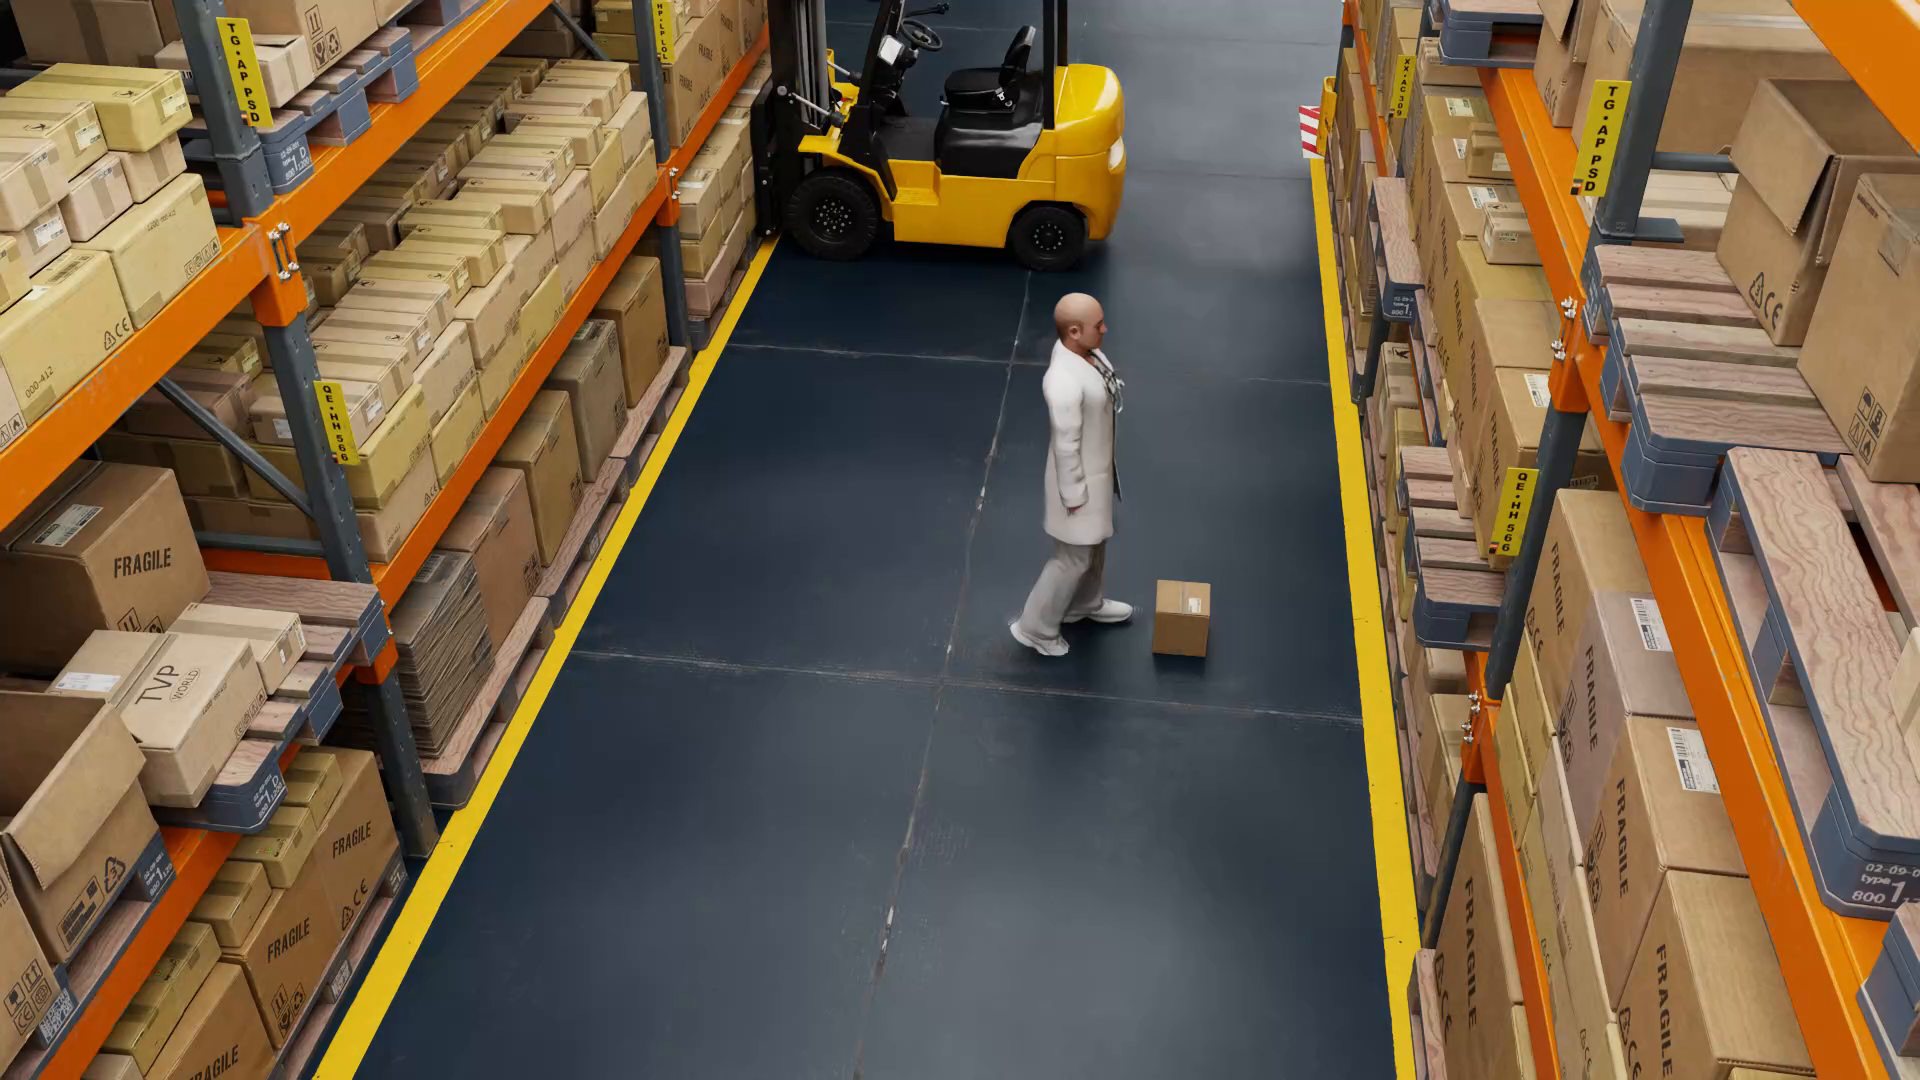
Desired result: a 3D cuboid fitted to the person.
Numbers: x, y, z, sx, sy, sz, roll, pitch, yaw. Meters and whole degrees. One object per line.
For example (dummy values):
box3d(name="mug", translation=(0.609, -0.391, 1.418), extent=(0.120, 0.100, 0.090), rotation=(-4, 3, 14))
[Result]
box3d(name="person", translation=(0.538, -0.260, 7.495), extent=(0.562, 1.867, 0.577), rotation=(5, 36, 7))
